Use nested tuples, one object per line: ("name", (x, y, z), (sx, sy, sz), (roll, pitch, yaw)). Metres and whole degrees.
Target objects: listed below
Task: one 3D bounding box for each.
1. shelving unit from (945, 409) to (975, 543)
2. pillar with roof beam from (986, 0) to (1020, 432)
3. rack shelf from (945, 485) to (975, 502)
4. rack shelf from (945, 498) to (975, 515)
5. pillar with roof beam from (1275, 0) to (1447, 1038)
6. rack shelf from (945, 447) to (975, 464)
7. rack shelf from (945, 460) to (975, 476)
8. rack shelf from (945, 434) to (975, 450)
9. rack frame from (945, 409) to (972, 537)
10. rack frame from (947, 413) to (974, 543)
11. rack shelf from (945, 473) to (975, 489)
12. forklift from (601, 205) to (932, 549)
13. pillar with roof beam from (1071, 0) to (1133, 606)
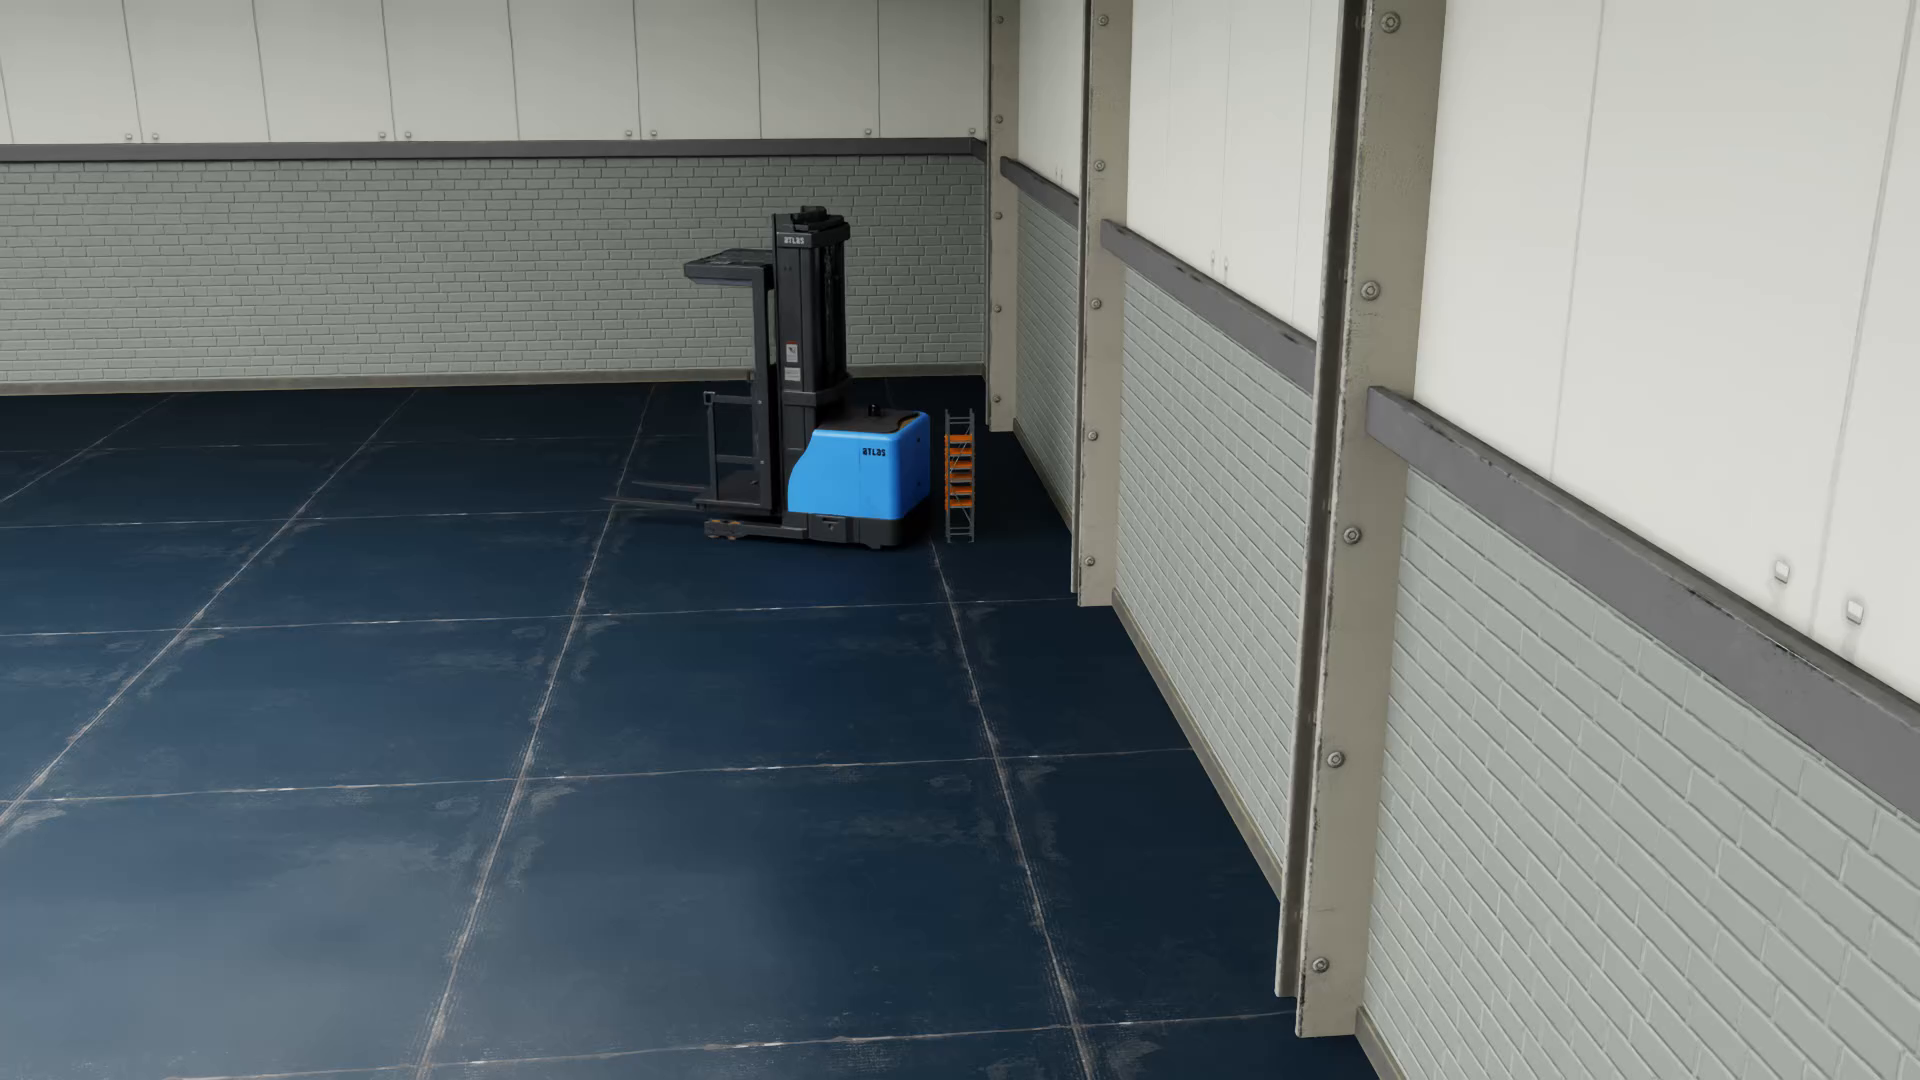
("shelving unit", (-0.002, -0.577, 15.011), (0.258, 1.200, 0.189), (-2, 18, -6))
("pillar with roof beam", (-3.806, -5.474, 17.590), (9.100, 9.000, 0.400), (-2, 18, -6))
("rack shelf", (-0.002, -0.420, 15.060), (0.258, 0.103, 0.180), (-2, 18, -6))
("rack shelf", (-0.001, -0.305, 15.096), (0.258, 0.103, 0.180), (-2, 18, -6))
("pillar with roof beam", (-2.569, -1.899, 6.202), (9.100, 9.000, 0.400), (-2, 18, -6))
("rack shelf", (-0.002, -0.763, 14.953), (0.258, 0.103, 0.180), (-2, 18, -6))
("rack shelf", (-0.002, -0.649, 14.988), (0.258, 0.103, 0.180), (-2, 18, -6))
("rack shelf", (-0.002, -0.878, 14.917), (0.258, 0.103, 0.180), (-2, 18, -6))
("rack frame", (-0.011, -0.604, 15.098), (0.240, 1.200, 0.006), (-2, 18, -6))
("rack frame", (0.008, -0.550, 14.924), (0.240, 1.200, 0.006), (-2, 18, -6))
("rack shelf", (-0.002, -0.534, 15.024), (0.258, 0.103, 0.180), (-2, 18, -6))
("forklift", (-1.841, -1.545, 15.206), (3.031, 2.935, 1.130), (5, 18, 15))
("pillar with roof beam", (-3.187, -3.687, 11.896), (9.100, 9.000, 0.400), (-2, 18, -6))
